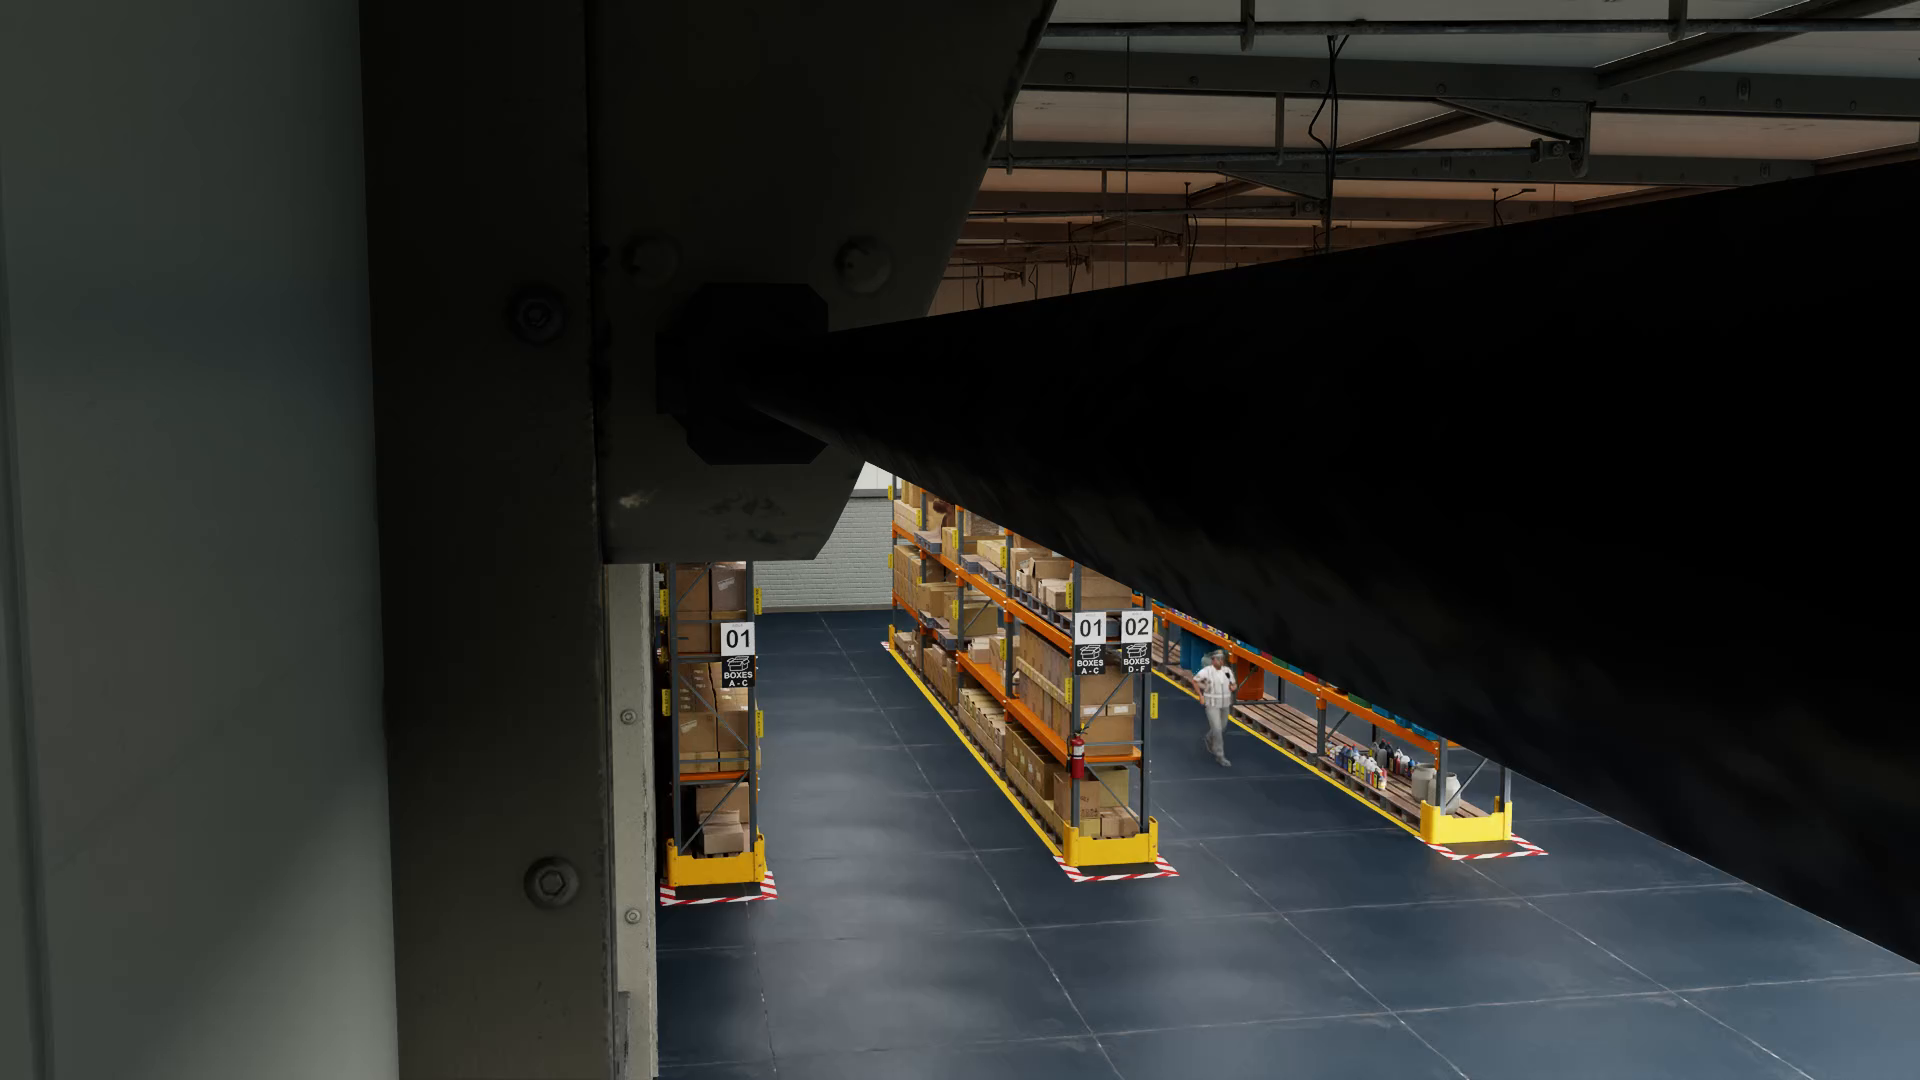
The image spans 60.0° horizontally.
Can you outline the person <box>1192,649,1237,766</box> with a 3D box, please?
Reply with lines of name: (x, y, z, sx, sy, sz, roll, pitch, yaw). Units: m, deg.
person: (4.058, 2.592, 26.238, 0.662, 1.768, 0.989, -3, 7, -22)
